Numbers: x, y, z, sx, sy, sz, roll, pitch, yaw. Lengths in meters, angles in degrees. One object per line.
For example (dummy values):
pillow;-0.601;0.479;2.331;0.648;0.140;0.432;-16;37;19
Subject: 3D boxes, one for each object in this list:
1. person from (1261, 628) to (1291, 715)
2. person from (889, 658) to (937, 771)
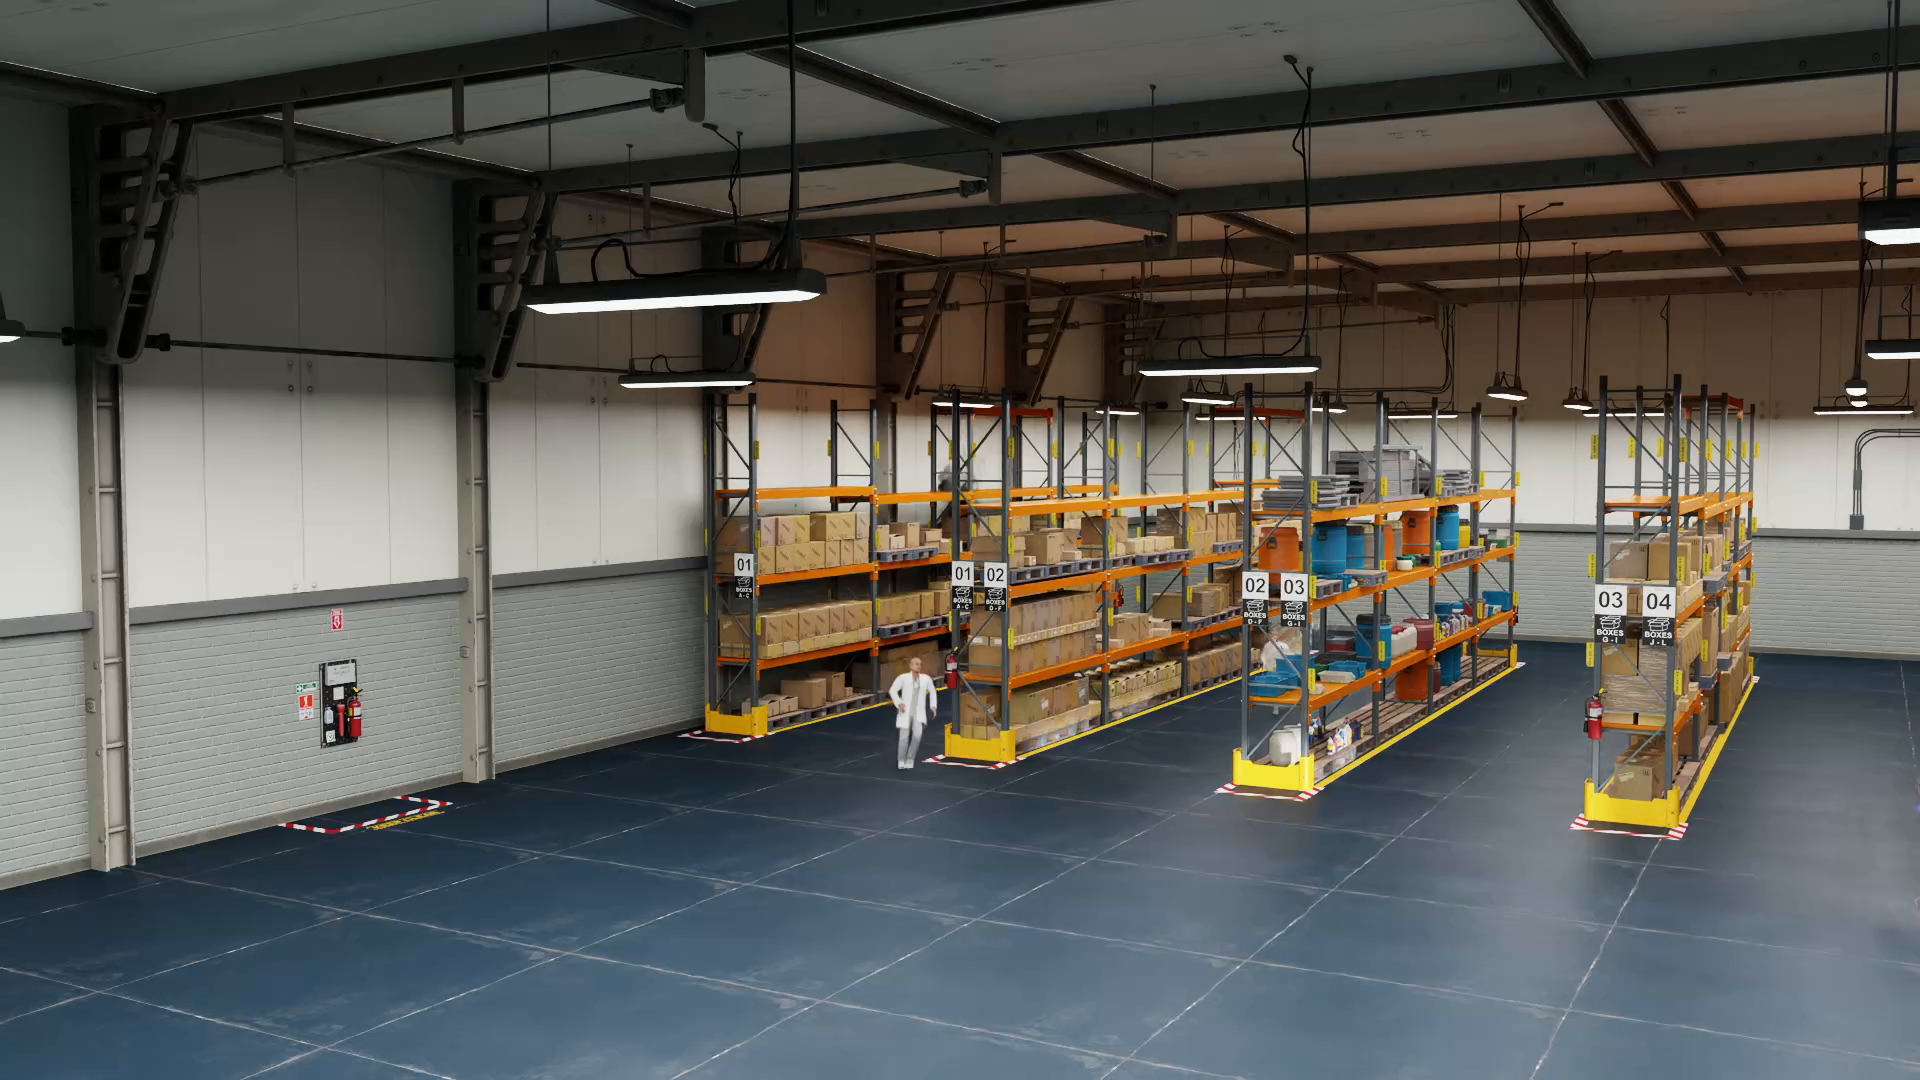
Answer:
person;5.956;2.477;31.406;0.592;1.651;0.539;1;3;22
person;-0.732;2.735;26.133;0.768;1.743;0.624;0;3;-7
